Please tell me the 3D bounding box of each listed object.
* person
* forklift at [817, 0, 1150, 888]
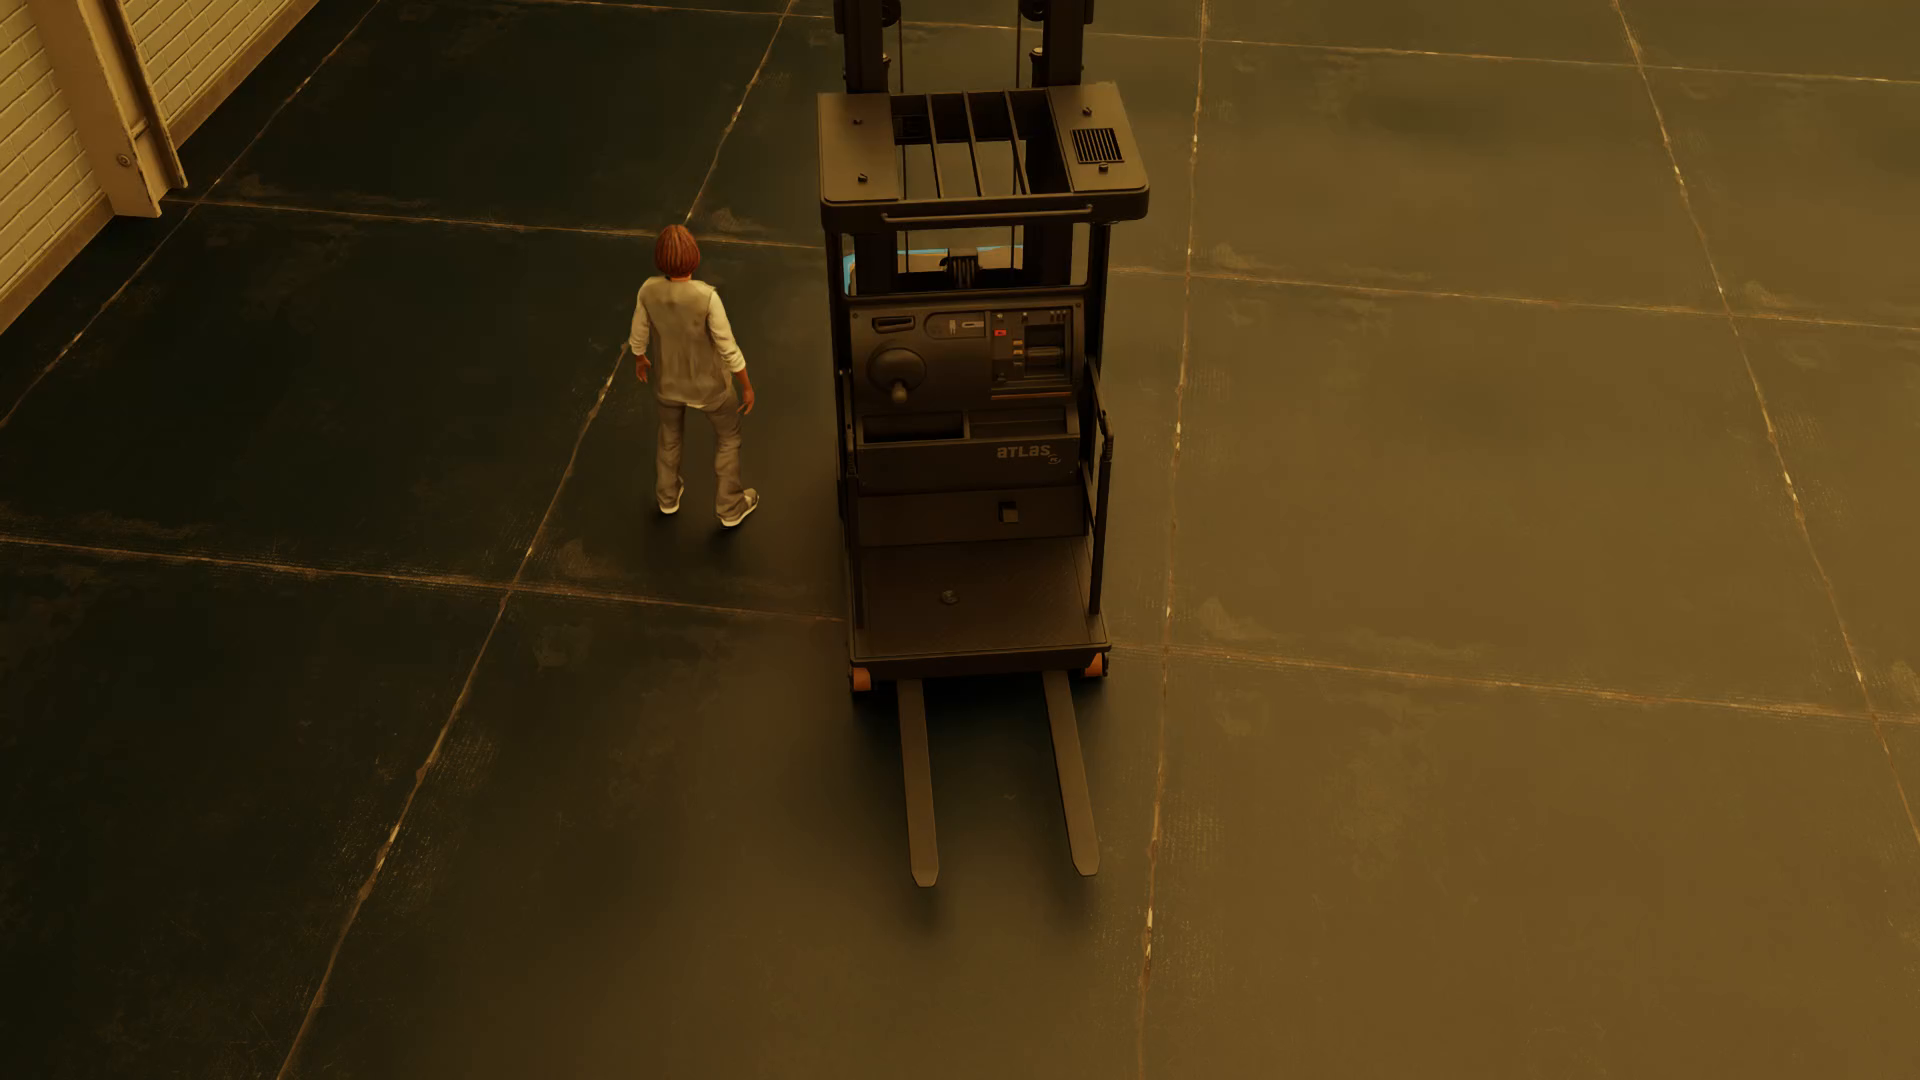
[{"bbox_3d":[-1.195,-0.724,7.508,0.571,1.587,0.359,9,43,9],"label":"person"},{"bbox_3d":[0.051,-0.668,6.451,1.130,2.935,3.031,-3,43,-4],"label":"forklift"}]
